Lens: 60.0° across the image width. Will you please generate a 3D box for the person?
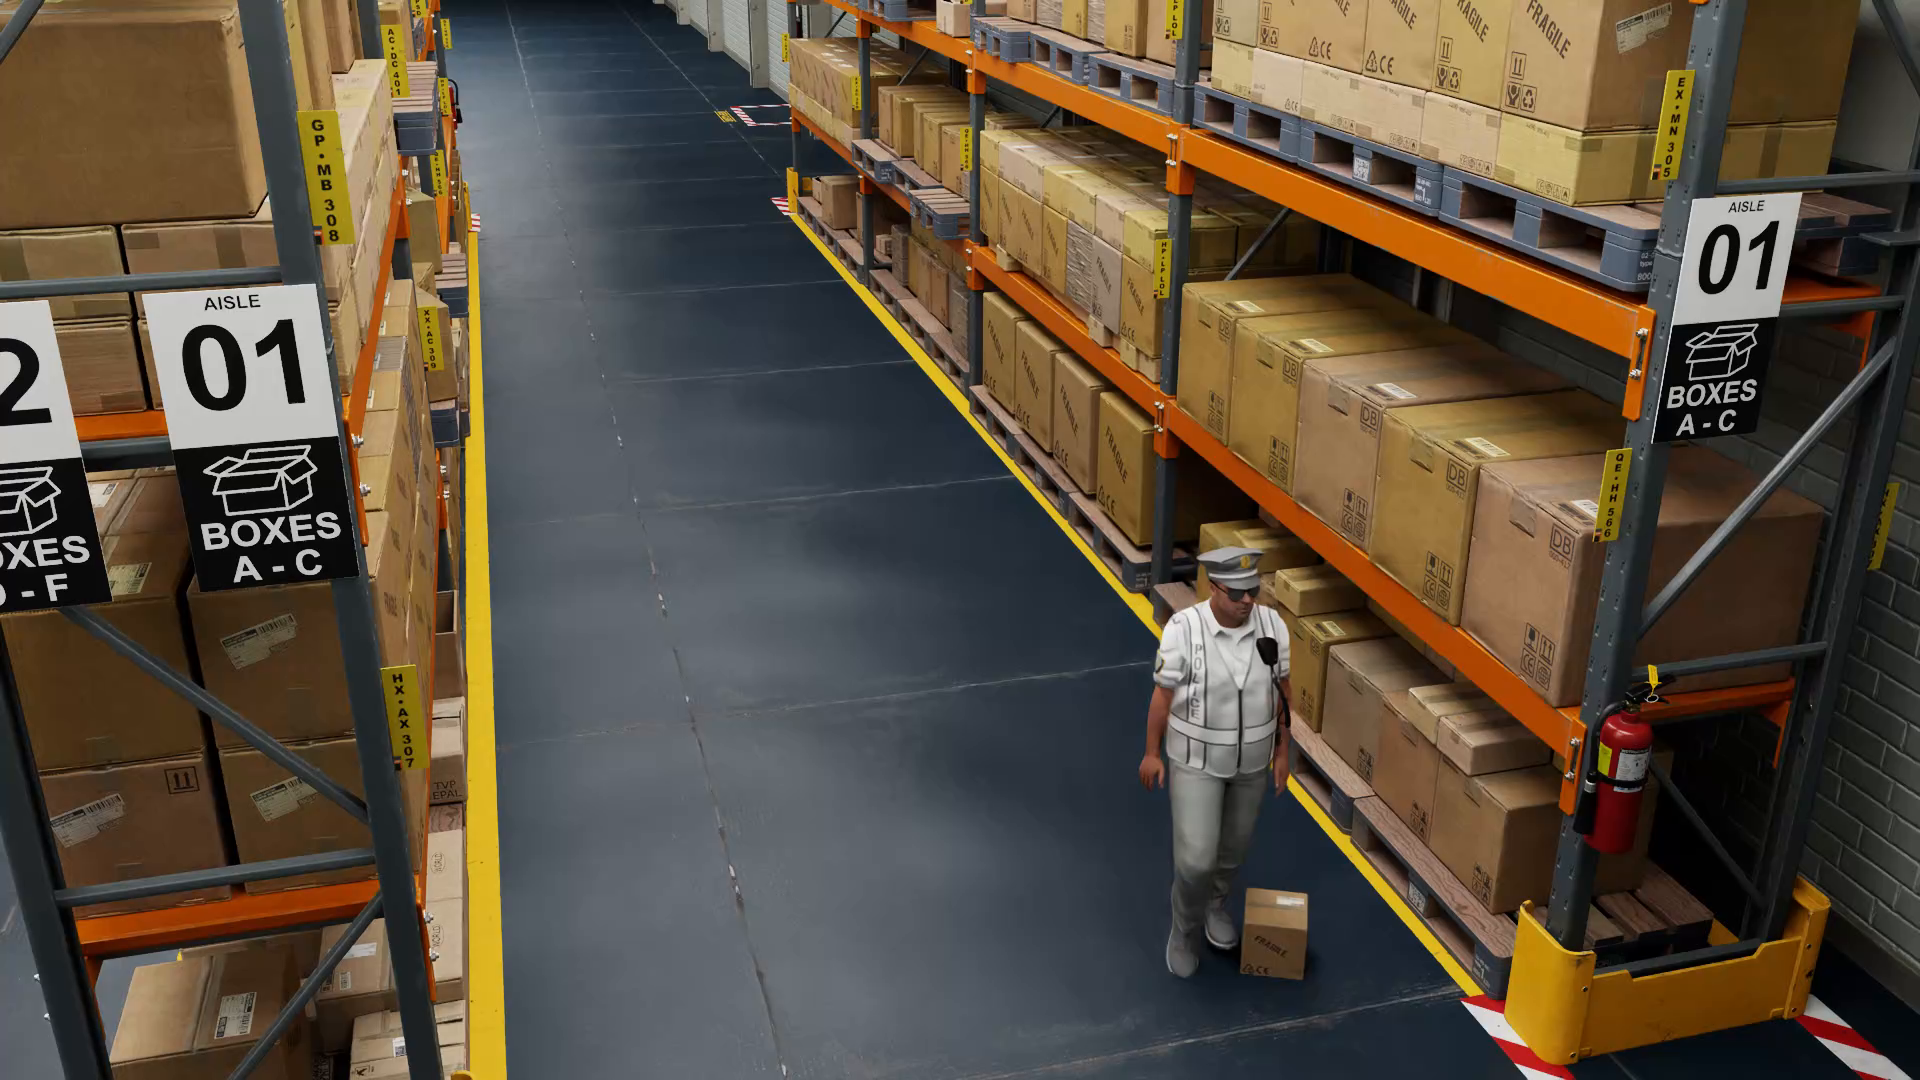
[{"bbox_3d":[1.024,0.877,6.494,0.578,1.830,0.499,-6,23,-14],"label":"person"}]
